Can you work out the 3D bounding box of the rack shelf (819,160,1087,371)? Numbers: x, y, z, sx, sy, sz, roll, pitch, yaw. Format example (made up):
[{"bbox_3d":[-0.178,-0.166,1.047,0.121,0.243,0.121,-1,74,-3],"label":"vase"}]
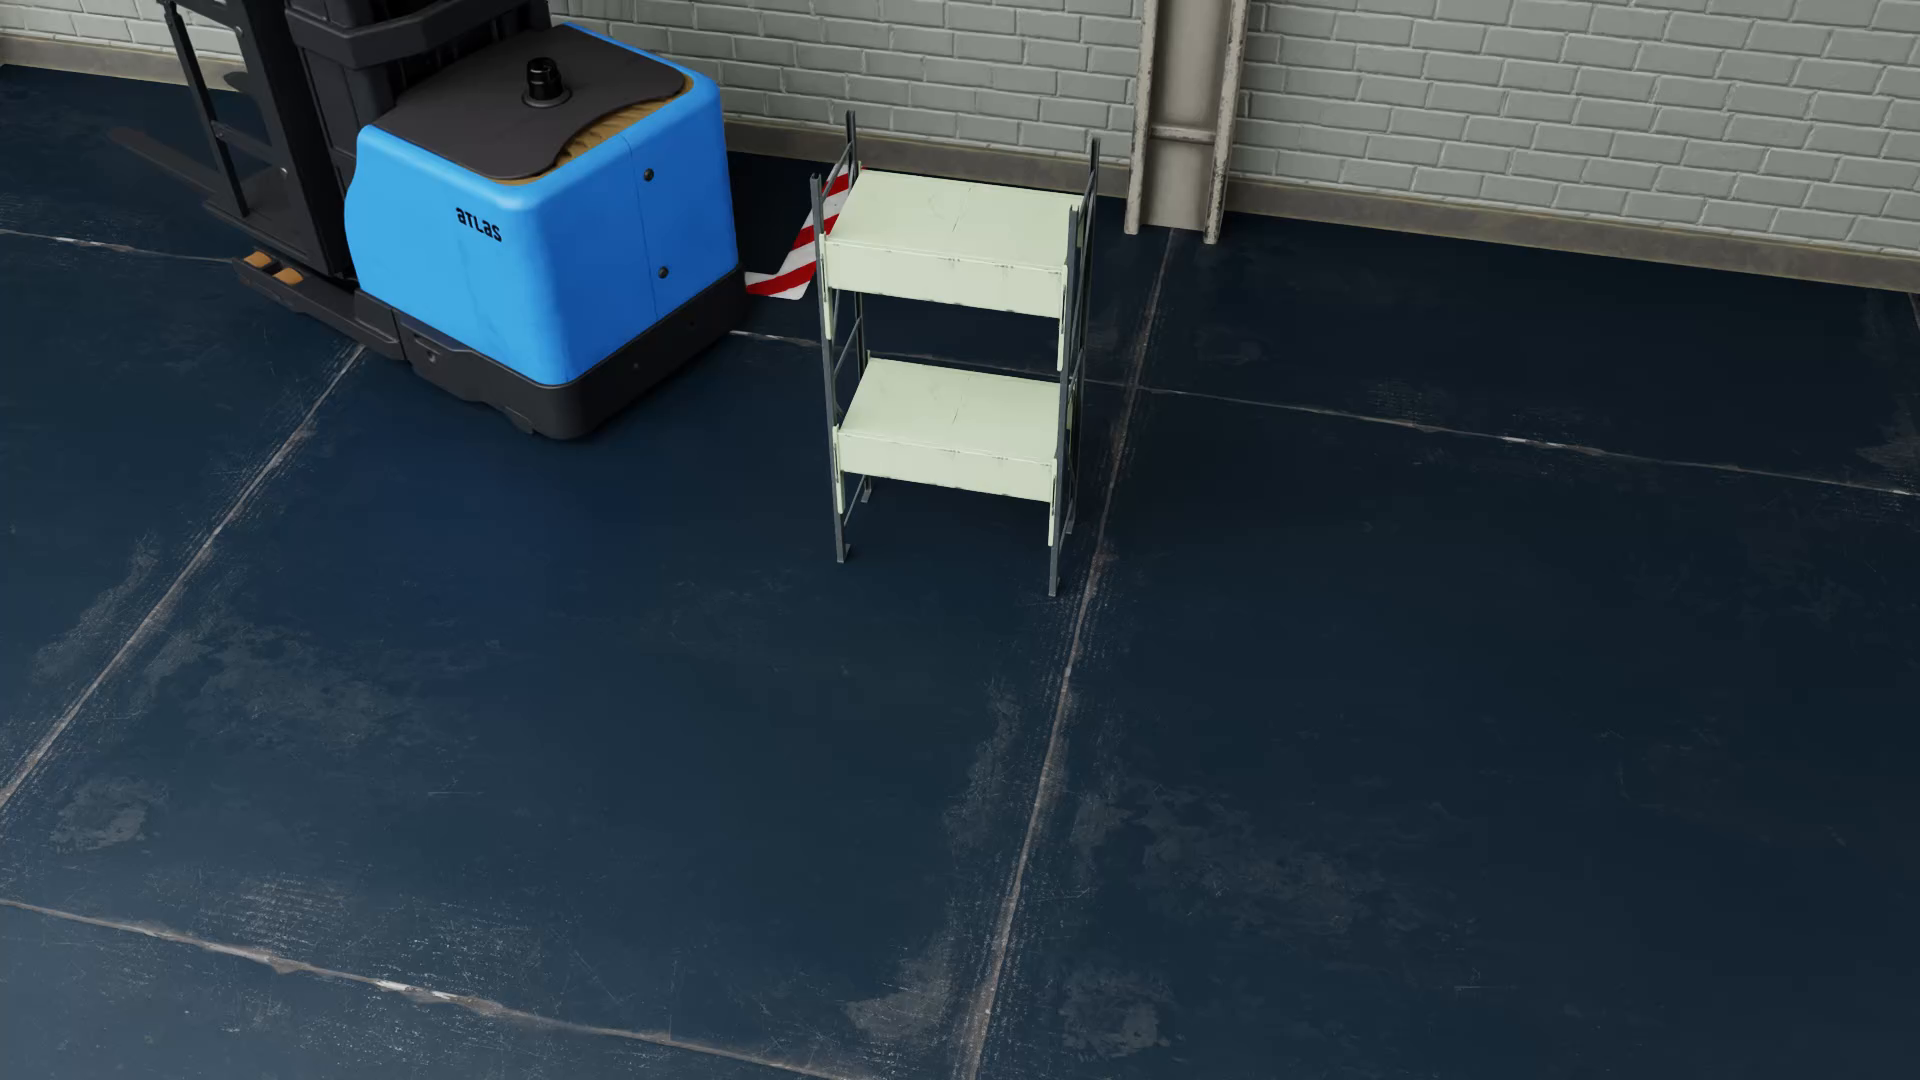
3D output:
[{"bbox_3d":[-0.007,-0.823,4.960,0.720,0.370,0.431,9,45,9],"label":"rack shelf"}]

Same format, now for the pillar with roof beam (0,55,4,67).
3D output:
[{"bbox_3d":[-5.866,-2.625,1.988,0.400,9.000,9.100,9,45,9],"label":"pillar with roof beam"}]

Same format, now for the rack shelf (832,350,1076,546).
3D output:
[{"bbox_3d":[-0.007,-0.306,5.457,0.720,0.370,0.431,9,45,9],"label":"rack shelf"}]

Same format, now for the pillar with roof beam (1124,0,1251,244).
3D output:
[{"bbox_3d":[-0.011,-1.716,1.044,0.400,9.000,9.100,9,45,9],"label":"pillar with roof beam"}]

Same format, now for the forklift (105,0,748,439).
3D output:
[{"bbox_3d":[-2.329,-2.251,5.975,3.031,2.935,1.130,27,50,25],"label":"forklift"}]

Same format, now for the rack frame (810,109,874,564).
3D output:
[{"bbox_3d":[-0.364,-0.597,5.289,0.023,1.500,0.400,9,45,9],"label":"rack frame"}]

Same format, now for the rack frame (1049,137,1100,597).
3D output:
[{"bbox_3d":[0.351,-0.486,5.173,0.023,1.500,0.400,9,45,9],"label":"rack frame"}]

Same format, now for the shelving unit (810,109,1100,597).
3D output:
[{"bbox_3d":[-0.007,-0.541,5.231,0.755,1.500,0.431,9,45,9],"label":"shelving unit"}]
